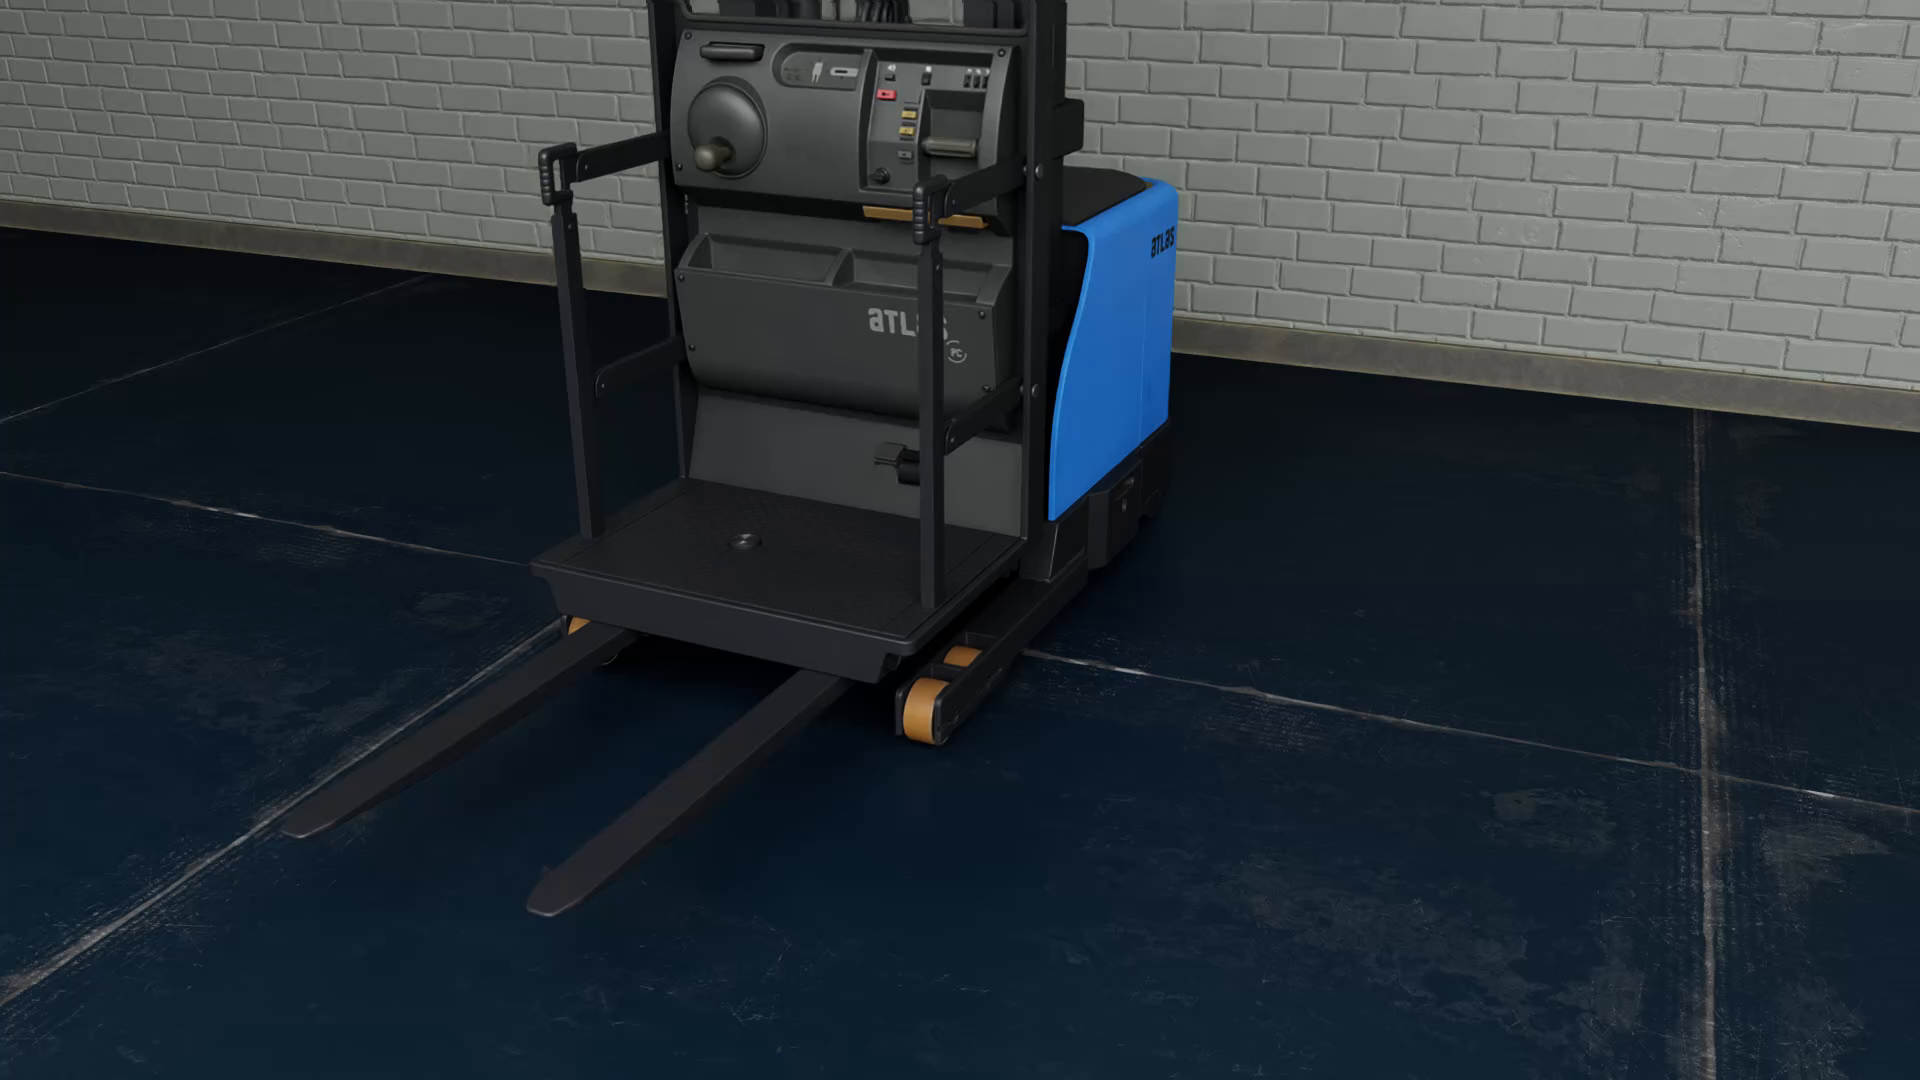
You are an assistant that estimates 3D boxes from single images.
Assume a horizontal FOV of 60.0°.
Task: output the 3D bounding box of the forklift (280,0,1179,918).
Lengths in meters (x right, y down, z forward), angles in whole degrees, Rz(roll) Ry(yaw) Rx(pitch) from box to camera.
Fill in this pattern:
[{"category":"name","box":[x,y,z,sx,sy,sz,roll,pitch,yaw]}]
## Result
[{"category":"forklift","box":[-0.399,-1.043,3.943,1.130,2.935,3.031,10,25,23]}]
